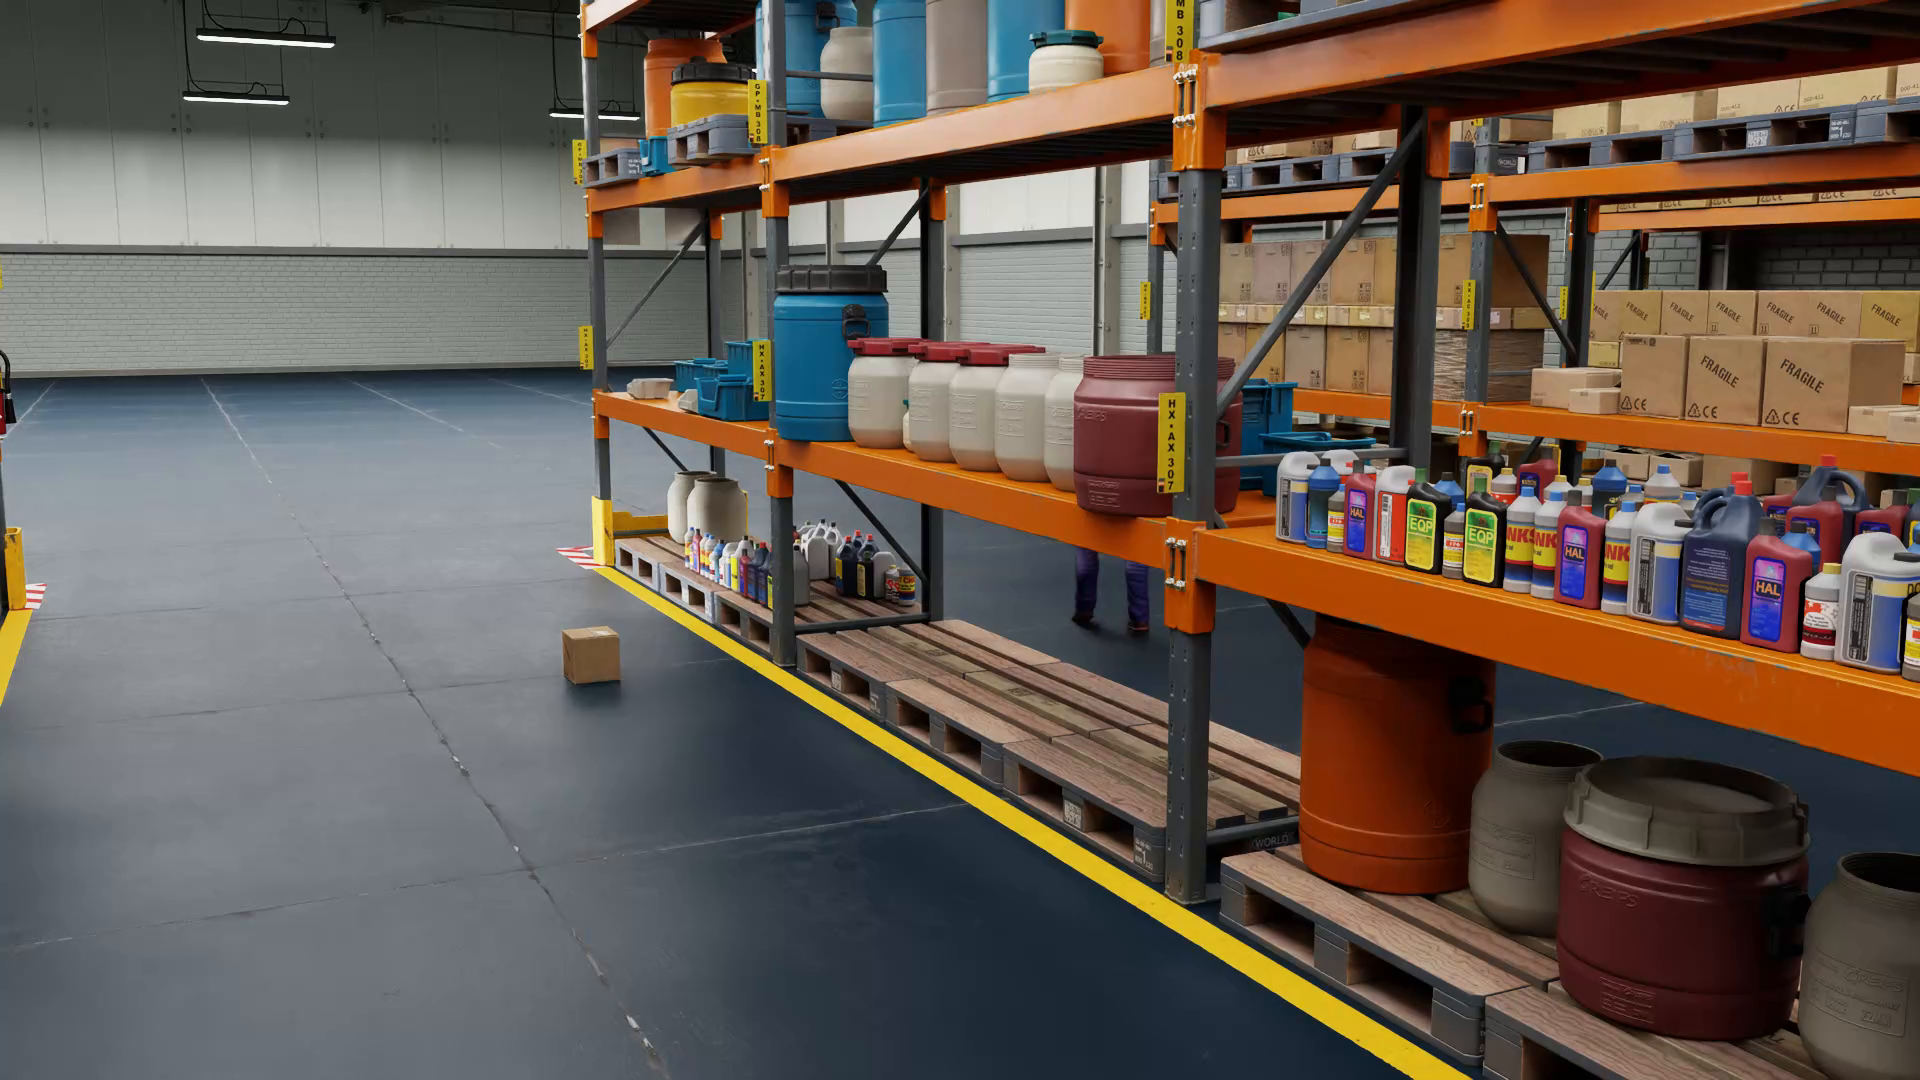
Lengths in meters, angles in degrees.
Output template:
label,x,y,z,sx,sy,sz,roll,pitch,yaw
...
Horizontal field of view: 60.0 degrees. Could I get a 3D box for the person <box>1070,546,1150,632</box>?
label,x,y,z,sx,sy,sz,roll,pitch,yaw
person,0.906,-0.248,10.154,0.618,1.676,0.724,-1,9,-8
